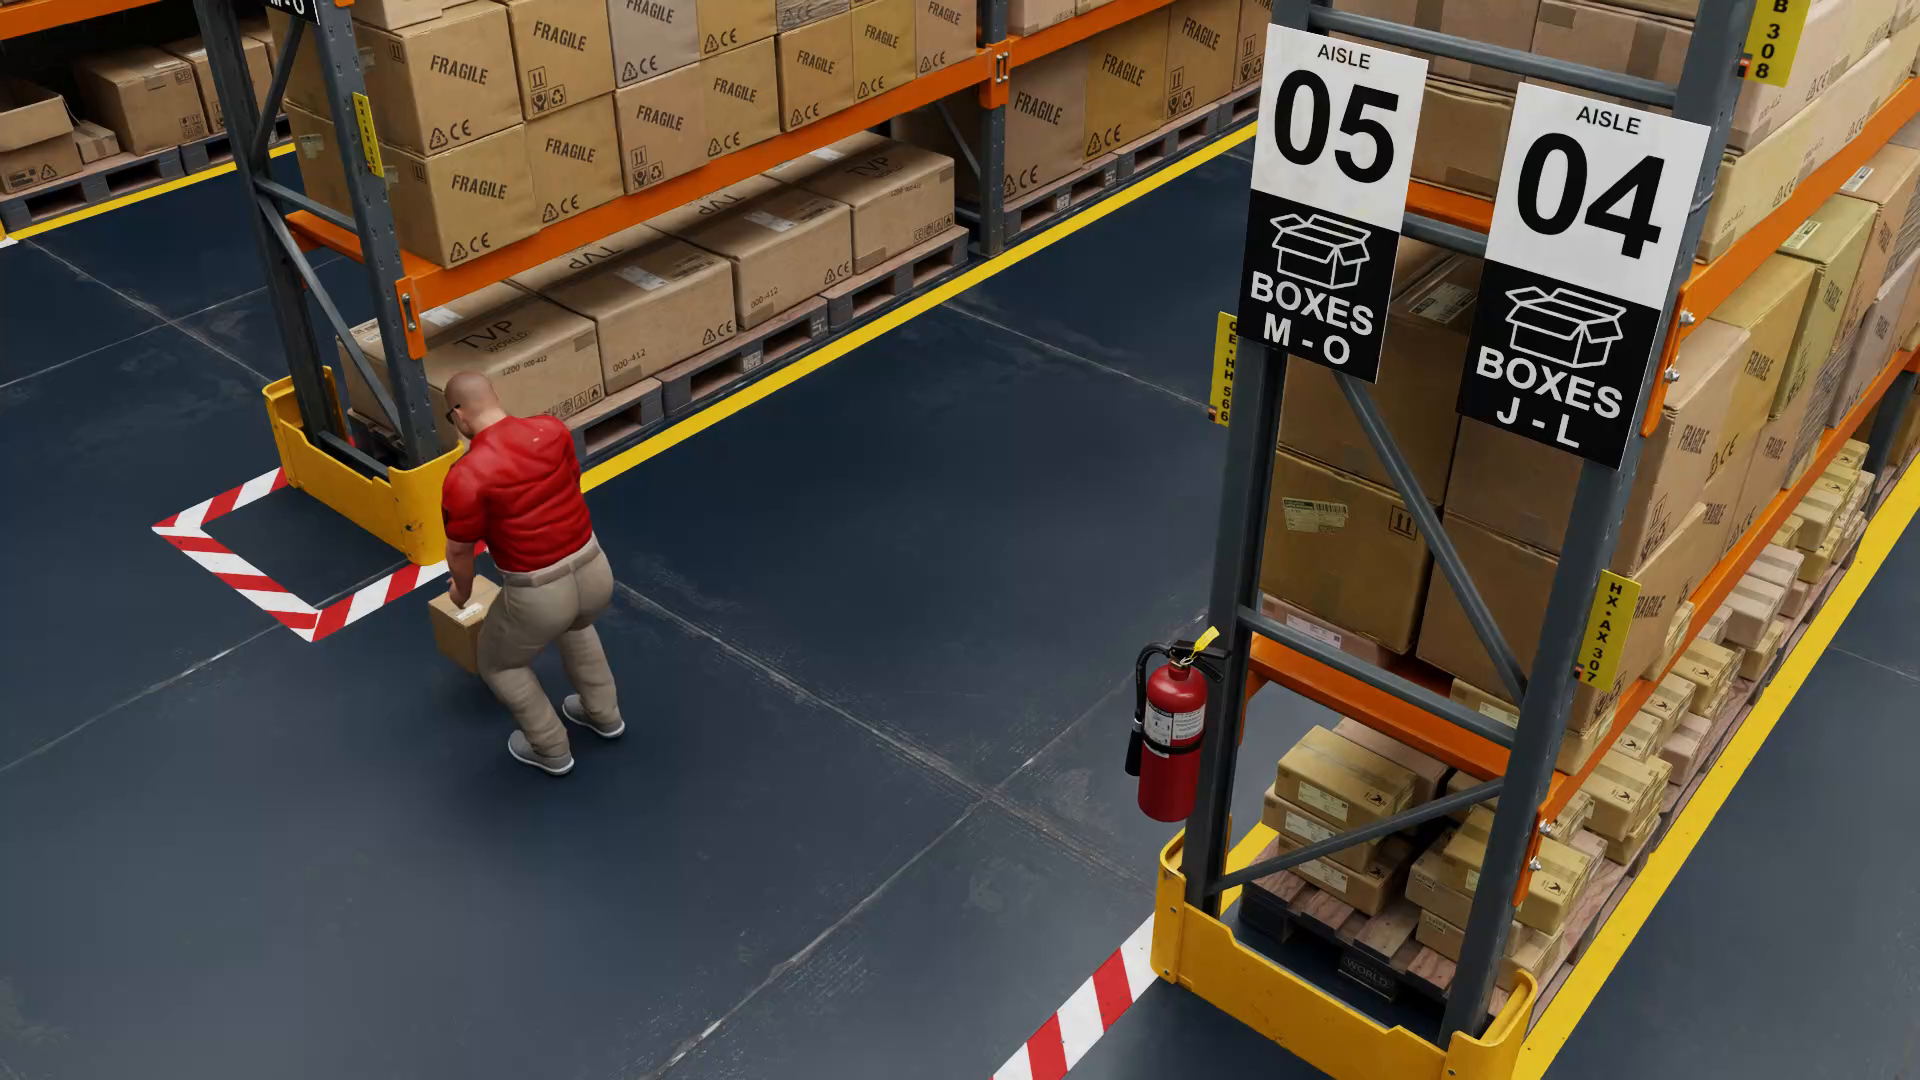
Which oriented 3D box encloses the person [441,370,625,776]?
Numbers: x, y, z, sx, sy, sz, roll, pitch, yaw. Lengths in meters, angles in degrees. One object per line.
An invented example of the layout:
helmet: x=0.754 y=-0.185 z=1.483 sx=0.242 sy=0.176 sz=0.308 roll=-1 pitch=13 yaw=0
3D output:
person: x=-1.564 y=0.148 z=6.070 sx=0.526 sy=1.602 sz=0.575 roll=26 pitch=43 yaw=33
